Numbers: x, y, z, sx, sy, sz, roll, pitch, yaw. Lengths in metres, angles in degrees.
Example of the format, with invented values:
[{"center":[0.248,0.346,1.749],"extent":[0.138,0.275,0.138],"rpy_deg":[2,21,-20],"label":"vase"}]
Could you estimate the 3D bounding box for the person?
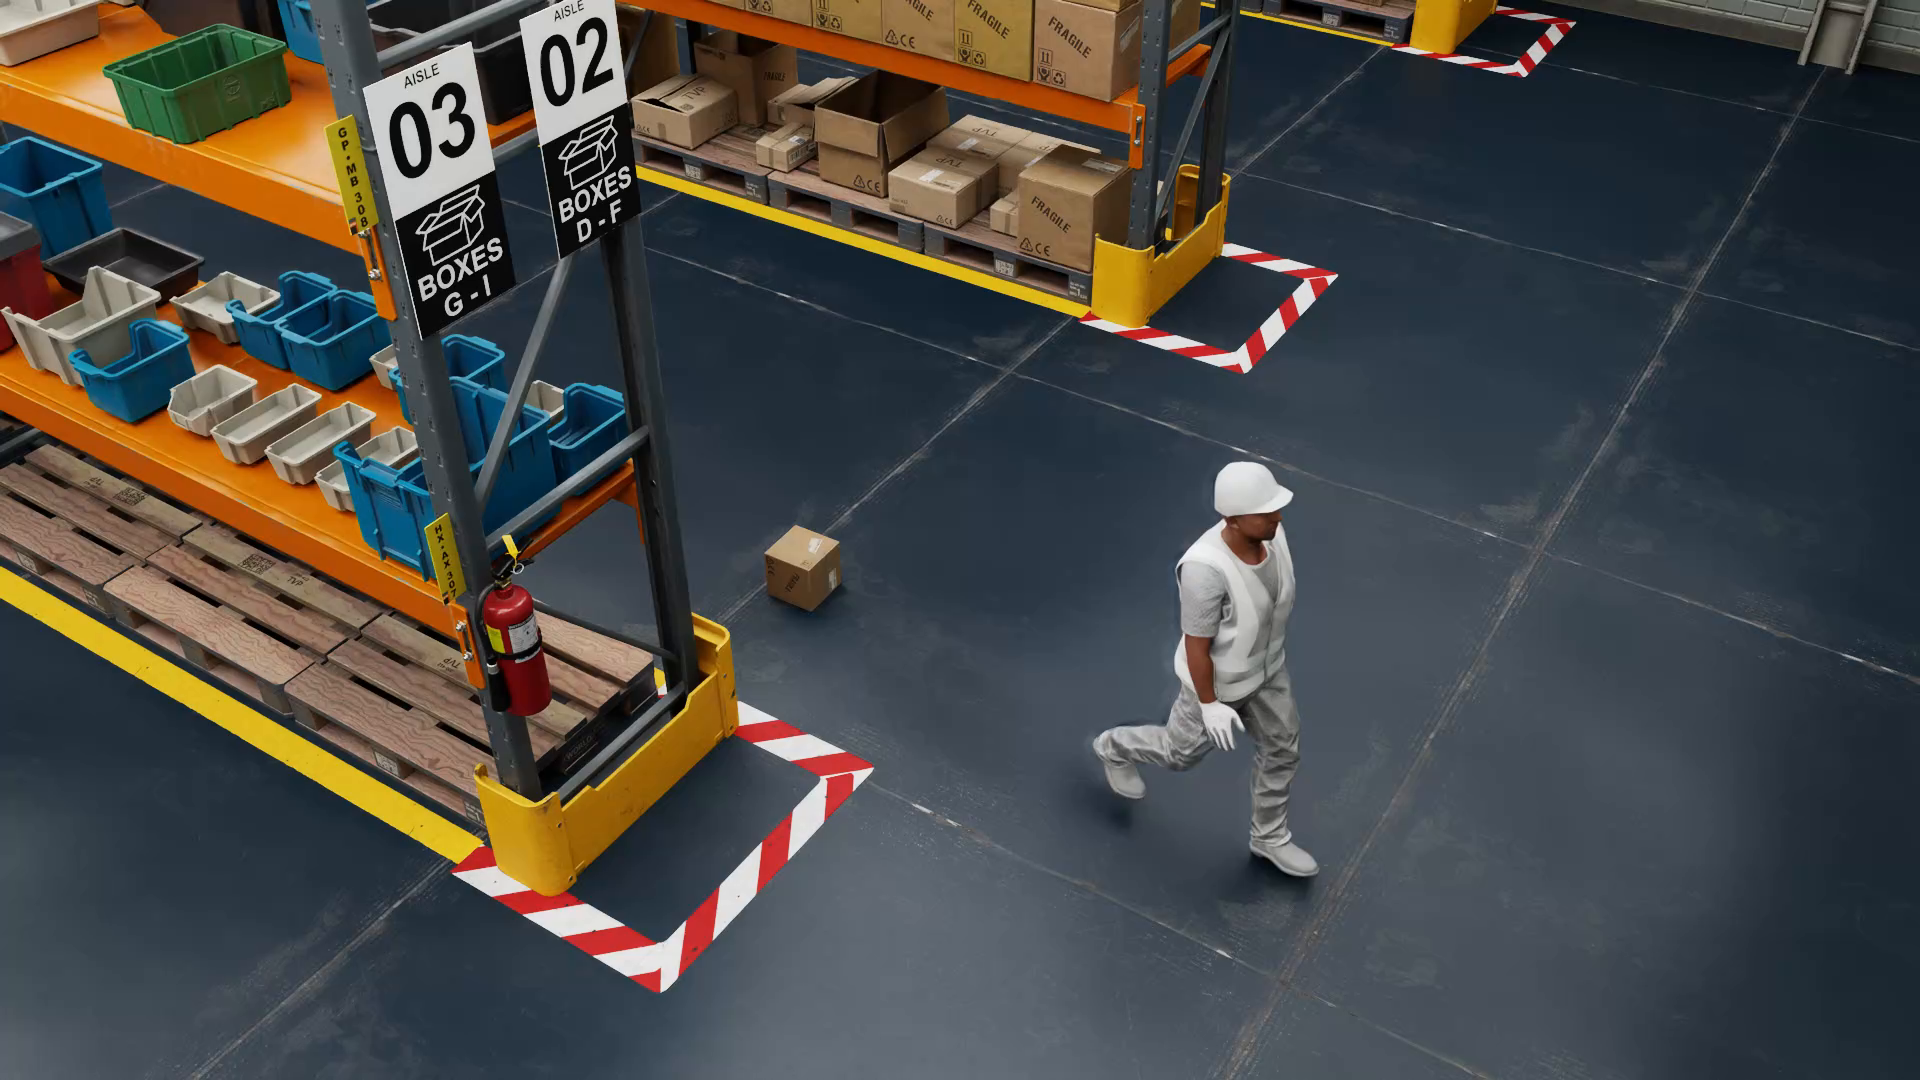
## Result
[{"center":[0.963,0.449,6.084],"extent":[0.546,1.746,0.993],"rpy_deg":[-31,48,-34],"label":"person"}]
